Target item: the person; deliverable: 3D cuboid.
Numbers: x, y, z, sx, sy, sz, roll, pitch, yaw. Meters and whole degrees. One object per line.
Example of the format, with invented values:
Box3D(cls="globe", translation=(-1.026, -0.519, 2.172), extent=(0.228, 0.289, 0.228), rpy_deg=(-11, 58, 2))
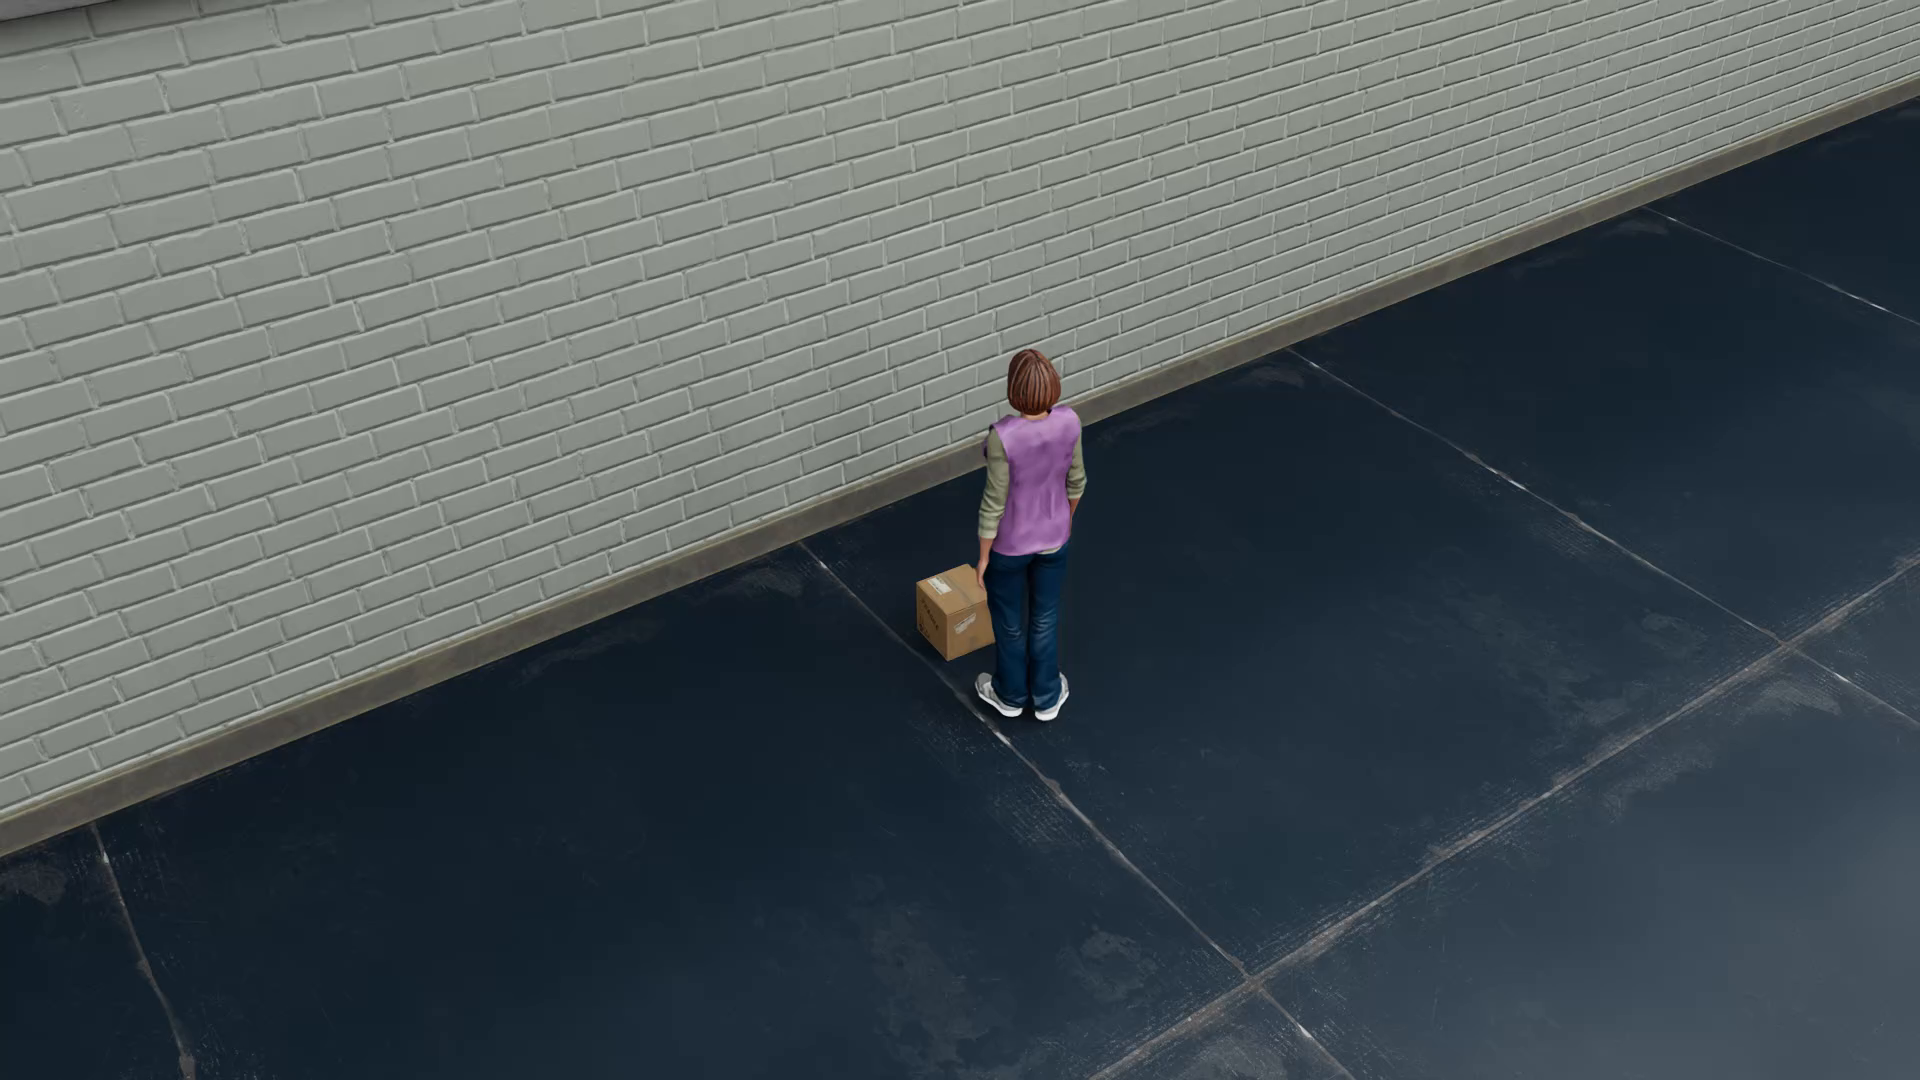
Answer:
Box3D(cls="person", translation=(0.248, 0.003, 6.129), extent=(0.450, 1.594, 0.348), rpy_deg=(-14, 39, -18))
